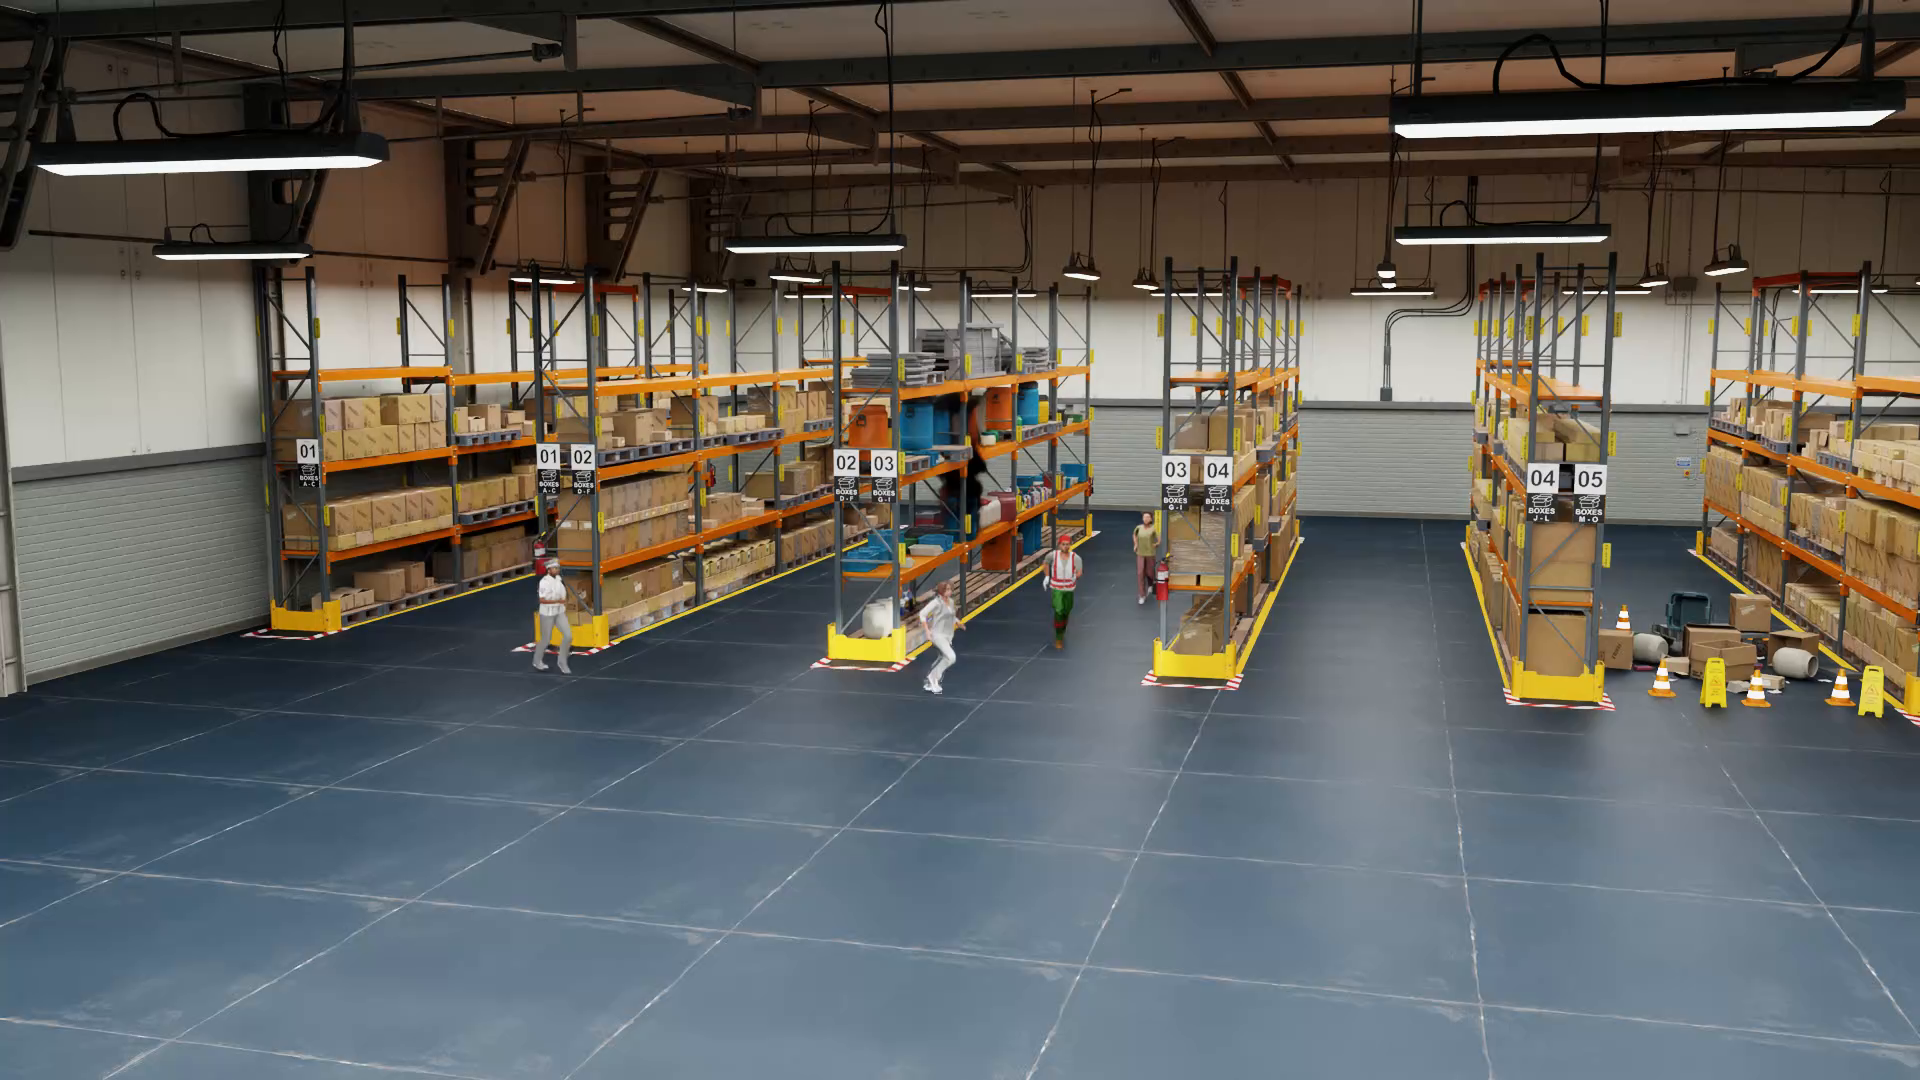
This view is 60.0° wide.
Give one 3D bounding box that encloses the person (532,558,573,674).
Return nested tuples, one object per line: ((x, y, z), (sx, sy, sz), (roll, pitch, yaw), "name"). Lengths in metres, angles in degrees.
((-5.928, 1.120, 24.215), (0.778, 1.750, 0.527), (5, 9, 34), "person")

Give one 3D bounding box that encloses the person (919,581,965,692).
((-0.229, 1.333, 22.776), (0.690, 1.554, 0.508), (5, 9, 35), "person")

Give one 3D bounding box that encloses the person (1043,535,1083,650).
((1.628, 0.805, 26.282), (0.586, 1.818, 0.900), (-1, 7, -9), "person")

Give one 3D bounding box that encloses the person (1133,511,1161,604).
((3.441, 0.296, 30.657), (0.578, 1.675, 0.930), (2, 8, 16), "person")
